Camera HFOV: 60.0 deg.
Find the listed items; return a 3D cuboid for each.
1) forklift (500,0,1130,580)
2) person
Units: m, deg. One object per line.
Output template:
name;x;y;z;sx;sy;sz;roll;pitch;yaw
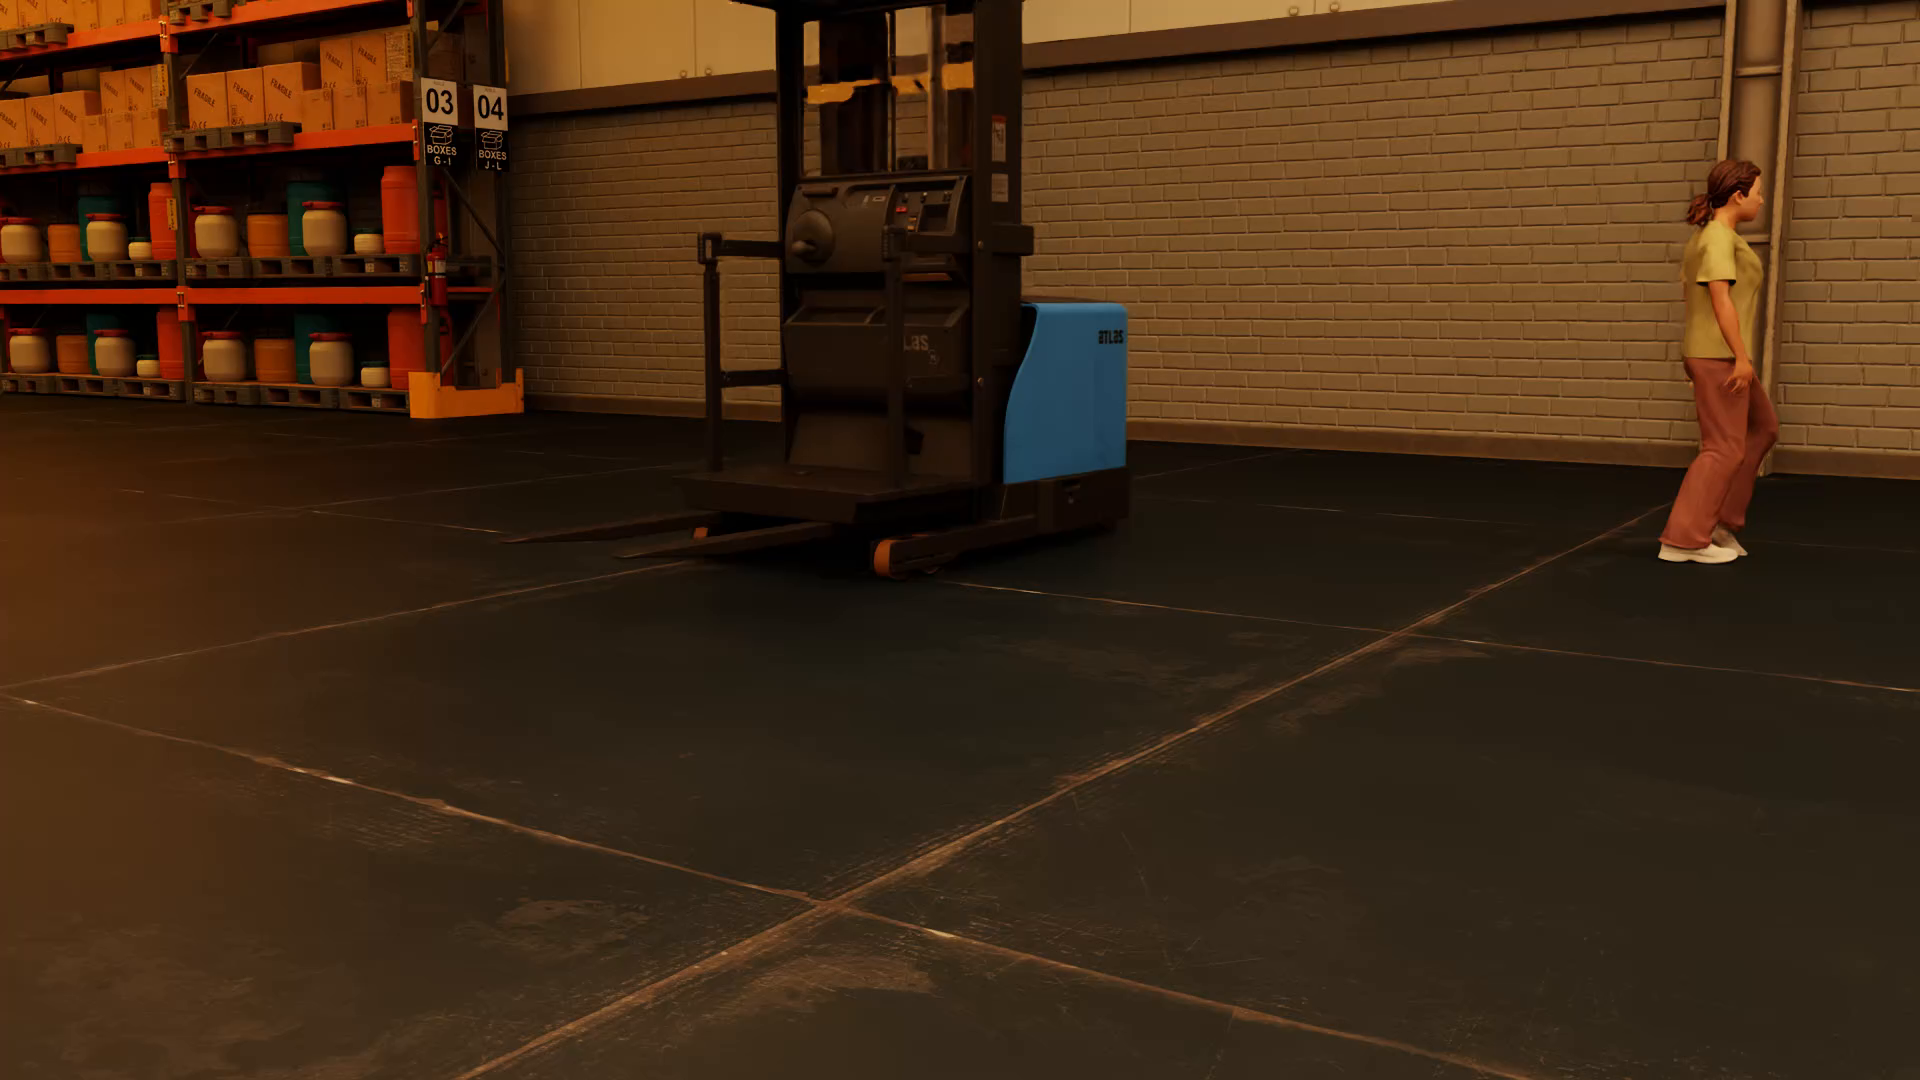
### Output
forklift;-0.487;-1.370;6.827;1.130;2.935;3.031;6;10;37
person;3.184;-0.714;6.885;0.489;1.688;0.569;2;8;12
